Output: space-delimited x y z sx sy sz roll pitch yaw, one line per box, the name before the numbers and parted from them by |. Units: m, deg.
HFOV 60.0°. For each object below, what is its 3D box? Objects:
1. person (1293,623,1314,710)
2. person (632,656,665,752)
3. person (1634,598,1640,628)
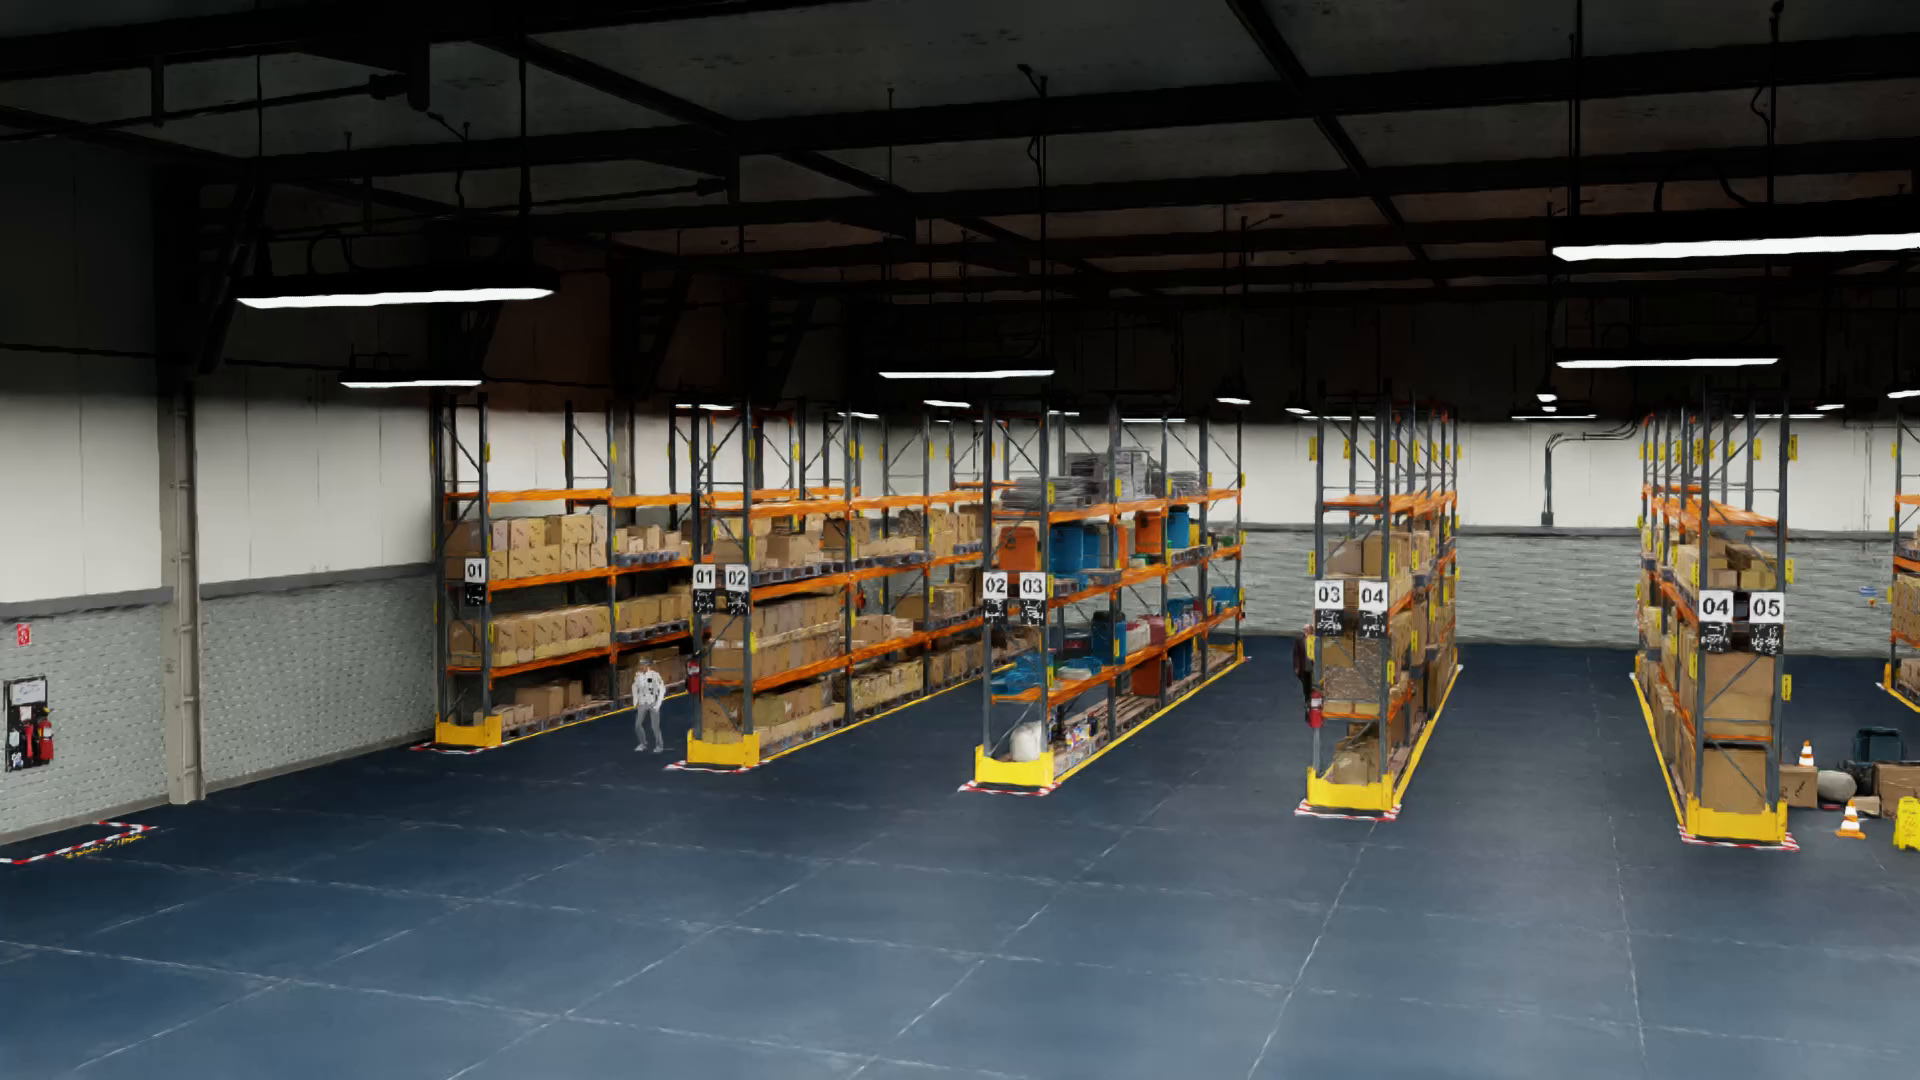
person | 6.676 2.436 31.897 0.591 1.698 1.193 1 3 22
person | -5.183 2.723 27.665 0.639 1.627 0.512 1 3 18
person | 16.633 1.972 40.203 0.495 1.795 0.618 -1 3 -19
